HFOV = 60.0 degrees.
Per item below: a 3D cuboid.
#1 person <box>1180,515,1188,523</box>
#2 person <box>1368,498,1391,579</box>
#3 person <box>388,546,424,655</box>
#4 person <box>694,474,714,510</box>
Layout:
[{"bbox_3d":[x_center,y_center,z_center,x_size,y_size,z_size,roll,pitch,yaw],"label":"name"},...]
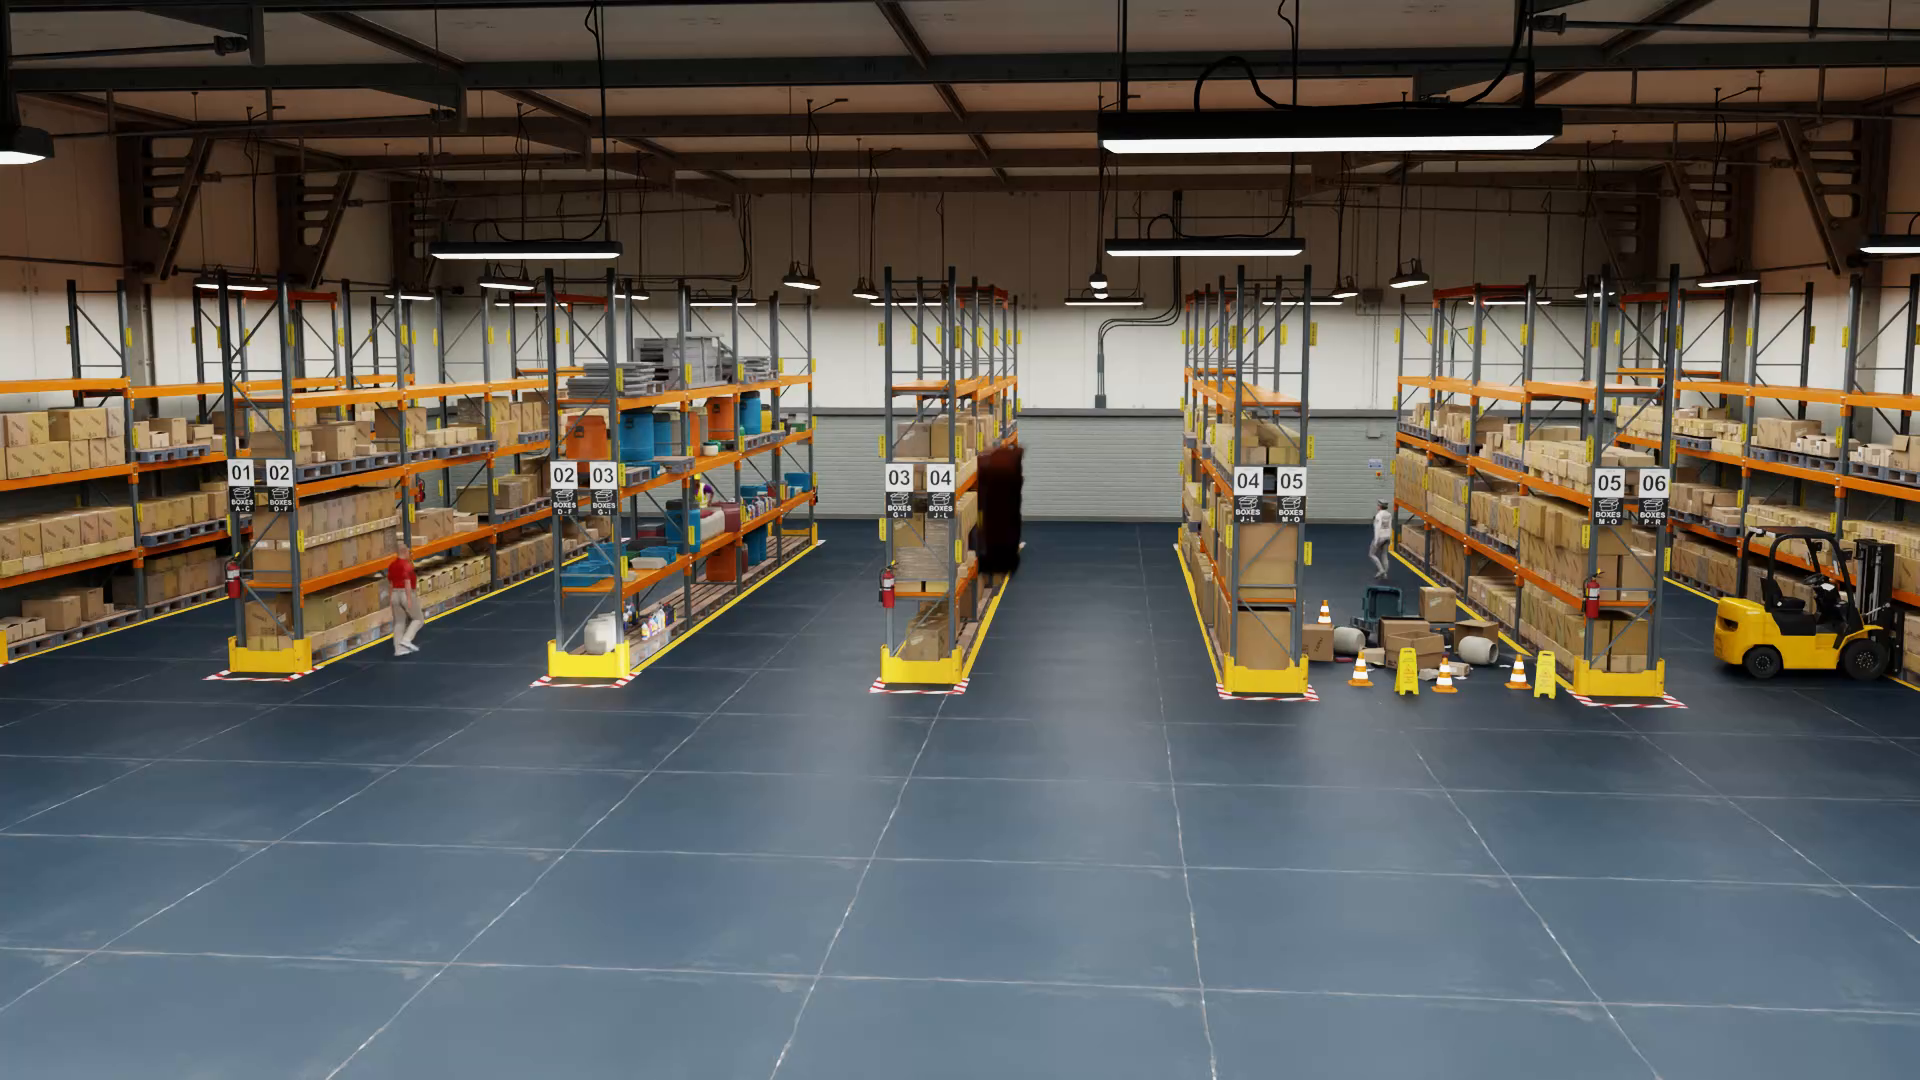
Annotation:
[{"bbox_3d":[5.666,-0.831,40.725,0.453,1.798,0.576,-2,7,-13],"label":"person"},{"bbox_3d":[8.757,-0.017,34.492,0.523,1.682,0.396,-5,9,-36],"label":"person"},{"bbox_3d":[-8.825,0.955,26.303,0.598,1.715,0.493,2,7,16],"label":"person"},{"bbox_3d":[-6.468,-0.818,41.164,0.695,1.660,0.714,2,7,13],"label":"person"}]
